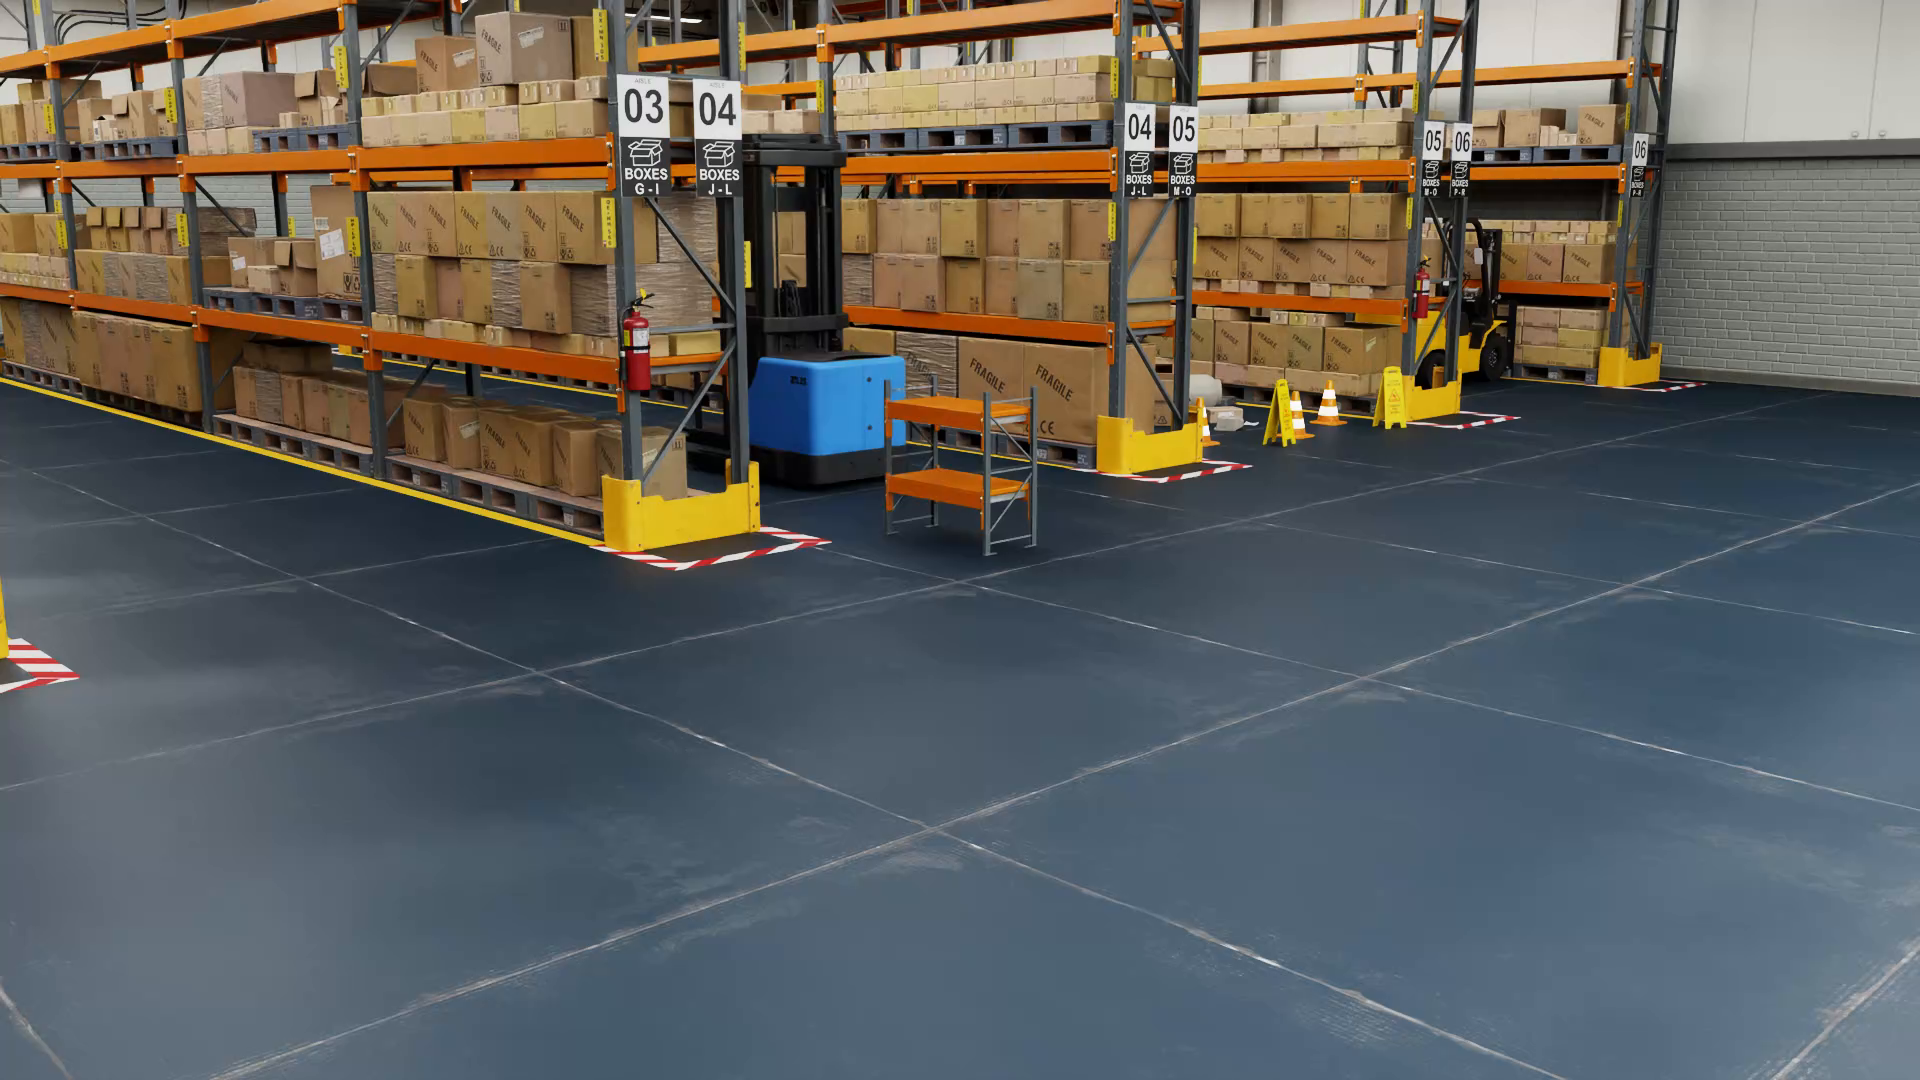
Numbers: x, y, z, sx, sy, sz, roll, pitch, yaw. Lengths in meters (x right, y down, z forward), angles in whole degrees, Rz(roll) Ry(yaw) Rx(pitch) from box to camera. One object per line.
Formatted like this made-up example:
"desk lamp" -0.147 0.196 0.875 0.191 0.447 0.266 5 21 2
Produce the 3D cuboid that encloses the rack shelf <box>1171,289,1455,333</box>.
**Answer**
"rack shelf" 3.852 -2.795 19.827 1.077 0.370 4.000 -11 16 -43

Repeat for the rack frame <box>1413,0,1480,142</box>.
"rack frame" 5.233 -5.794 17.732 1.000 3.000 0.127 -11 16 -43

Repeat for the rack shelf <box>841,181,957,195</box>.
"rack shelf" -0.848 -6.708 31.384 1.077 0.370 4.000 -11 16 -43

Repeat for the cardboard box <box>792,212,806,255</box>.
"cardboard box" -1.387 -3.345 17.988 0.700 0.500 0.500 -11 16 -44

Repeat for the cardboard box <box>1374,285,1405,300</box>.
"cardboard box" 4.820 -2.757 18.483 0.380 0.149 0.250 -10 15 -41

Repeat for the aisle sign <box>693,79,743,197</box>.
"aisle sign" -1.675 -2.780 11.531 0.394 0.787 0.004 -11 16 -43

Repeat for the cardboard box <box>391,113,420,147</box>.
"cardboard box" -4.202 -3.276 13.317 0.500 0.250 0.500 -11 16 -43

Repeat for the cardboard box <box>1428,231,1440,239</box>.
"cardboard box" 6.765 -4.258 23.292 0.380 0.149 0.250 -11 16 -43

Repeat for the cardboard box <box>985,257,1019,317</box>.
"cardboard box" 0.742 -2.449 15.991 0.875 0.550 0.550 -11 16 -43

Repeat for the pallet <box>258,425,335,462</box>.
"pallet" -6.082 -0.984 16.164 1.003 0.211 1.213 -11 16 -43

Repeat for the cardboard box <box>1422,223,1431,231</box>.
"cardboard box" 6.596 -4.442 23.448 0.380 0.149 0.250 -10 16 -41

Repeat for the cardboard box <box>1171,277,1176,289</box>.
"cardboard box" 2.668 -3.196 20.612 0.380 0.149 0.250 -10 15 -41

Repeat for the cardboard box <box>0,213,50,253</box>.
"cardboard box" -12.140 -3.994 21.638 0.500 0.500 0.500 11 16 44

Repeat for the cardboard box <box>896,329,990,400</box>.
"cardboard box" -0.031 -1.667 16.794 0.875 0.875 0.875 -11 16 -42

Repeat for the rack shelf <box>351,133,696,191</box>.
"rack shelf" -3.315 -2.883 12.821 1.077 0.370 4.000 -11 16 -43

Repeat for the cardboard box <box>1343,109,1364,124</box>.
"cardboard box" 4.446 -4.678 18.396 0.380 0.149 0.250 -11 16 -43

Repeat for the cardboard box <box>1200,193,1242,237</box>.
"cardboard box" 3.282 -3.874 19.821 0.700 0.500 0.500 -11 16 -44

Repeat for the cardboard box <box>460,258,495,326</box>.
"cardboard box" -3.377 -1.963 13.021 0.875 0.500 0.500 -11 16 -43

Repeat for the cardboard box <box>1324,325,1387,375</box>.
"cardboard box" 4.491 -2.162 18.888 0.500 0.500 0.500 -11 16 -42

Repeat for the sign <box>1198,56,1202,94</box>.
"sign" 2.128 -4.163 14.890 0.100 0.325 0.005 -11 16 -43

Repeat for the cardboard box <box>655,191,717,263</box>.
"cardboard box" -2.117 -2.277 12.067 0.500 0.500 0.500 -11 16 -43

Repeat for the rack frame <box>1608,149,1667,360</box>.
"rack frame" 8.821 -3.548 21.697 1.000 3.000 0.127 -11 16 -43

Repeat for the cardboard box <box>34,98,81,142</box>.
"cardboard box" -10.805 -5.104 20.283 0.500 0.500 0.700 11 16 42

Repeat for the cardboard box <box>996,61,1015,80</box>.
"cardboard box" 0.545 -4.292 15.236 0.380 0.149 0.250 -11 16 -42

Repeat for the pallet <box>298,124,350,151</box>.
"pallet" -5.046 -3.540 14.694 1.213 0.211 1.003 -11 16 -43

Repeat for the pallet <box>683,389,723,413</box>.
"pallet" -2.474 -1.649 19.393 1.003 0.211 1.213 -11 16 -43

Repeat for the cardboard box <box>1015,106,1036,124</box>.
"cardboard box" 0.723 -3.864 15.134 0.380 0.149 0.250 -11 16 -42

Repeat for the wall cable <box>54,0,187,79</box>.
"wall cable" -14.396 -9.629 28.375 2.277 5.999 0.120 -11 16 -43

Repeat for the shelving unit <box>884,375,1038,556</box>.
"shelving unit" -0.005 -0.552 11.803 0.538 1.125 1.048 -11 16 -43

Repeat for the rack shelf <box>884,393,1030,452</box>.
"rack shelf" -0.005 -0.839 11.744 0.538 0.278 1.000 -11 16 -43

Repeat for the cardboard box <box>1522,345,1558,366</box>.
"cardboard box" 7.931 -2.505 22.410 0.500 0.250 0.500 -11 16 -43

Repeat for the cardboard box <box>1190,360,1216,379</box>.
"cardboard box" 3.060 -2.098 20.435 0.500 0.250 0.500 -10 15 -39

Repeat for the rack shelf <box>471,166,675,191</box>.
"rack shelf" -5.183 -4.727 21.771 1.077 0.370 4.000 -11 16 -43

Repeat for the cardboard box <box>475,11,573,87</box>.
"cardboard box" -3.188 -3.574 12.168 0.500 0.500 0.500 -11 16 -43

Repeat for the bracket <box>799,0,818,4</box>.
"bracket" -1.618 -10.615 32.211 0.076 0.066 4.783 -11 16 -43

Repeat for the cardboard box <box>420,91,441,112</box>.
"cardboard box" -3.969 -3.406 12.960 0.380 0.149 0.250 -11 16 -44

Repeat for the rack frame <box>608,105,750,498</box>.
"rack frame" -1.934 -1.474 11.634 1.000 3.000 0.127 -11 16 -43

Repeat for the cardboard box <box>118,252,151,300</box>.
"cardboard box" -9.031 -2.952 18.557 0.500 0.500 0.500 -10 16 -41

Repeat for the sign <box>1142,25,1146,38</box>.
"sign" 2.910 -8.073 26.283 0.100 0.325 0.005 -11 16 -43

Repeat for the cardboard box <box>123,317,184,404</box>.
"cardboard box" -8.531 -2.042 18.613 1.225 0.875 0.875 -11 16 -42

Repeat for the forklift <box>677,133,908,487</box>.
"forklift" -1.810 -2.114 14.908 1.130 2.935 3.031 -10 15 -41

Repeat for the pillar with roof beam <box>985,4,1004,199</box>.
"pillar with roof beam" -2.409 -7.865 27.783 9.100 9.000 0.400 -11 16 -43

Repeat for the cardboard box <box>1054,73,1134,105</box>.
"cardboard box" 1.183 -3.979 14.705 0.500 0.250 0.500 -11 16 -42

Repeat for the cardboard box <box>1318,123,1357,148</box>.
"cardboard box" 4.348 -4.509 18.566 0.500 0.250 0.500 -11 16 -43

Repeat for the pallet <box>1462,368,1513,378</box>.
"pallet" 7.424 -2.466 23.356 1.003 0.211 1.213 -11 16 -43

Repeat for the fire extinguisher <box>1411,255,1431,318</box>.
"fire extinguisher" 4.979 -2.737 17.952 0.296 0.674 0.183 -11 16 -43

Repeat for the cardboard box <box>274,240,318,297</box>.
"cardboard box" -5.961 -2.555 15.581 0.797 0.503 0.637 -9 15 -37

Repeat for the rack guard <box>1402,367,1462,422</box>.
"rack guard" 5.181 -1.642 18.643 1.175 0.500 0.348 -11 16 -43

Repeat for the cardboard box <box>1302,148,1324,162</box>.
"cardboard box" 4.097 -4.366 18.858 0.380 0.149 0.250 -11 16 -43

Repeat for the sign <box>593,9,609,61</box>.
"sign" -2.350 -3.303 10.881 0.100 0.325 0.005 -11 16 -43

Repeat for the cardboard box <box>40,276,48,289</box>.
"cardboard box" -11.201 -3.214 20.701 0.380 0.149 0.250 -11 16 -42

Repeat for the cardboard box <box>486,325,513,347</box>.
"cardboard box" -3.392 -1.568 12.714 0.380 0.149 0.250 -11 16 -43

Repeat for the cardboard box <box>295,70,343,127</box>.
"cardboard box" -5.601 -4.003 15.179 0.797 0.503 0.637 -10 15 -40
